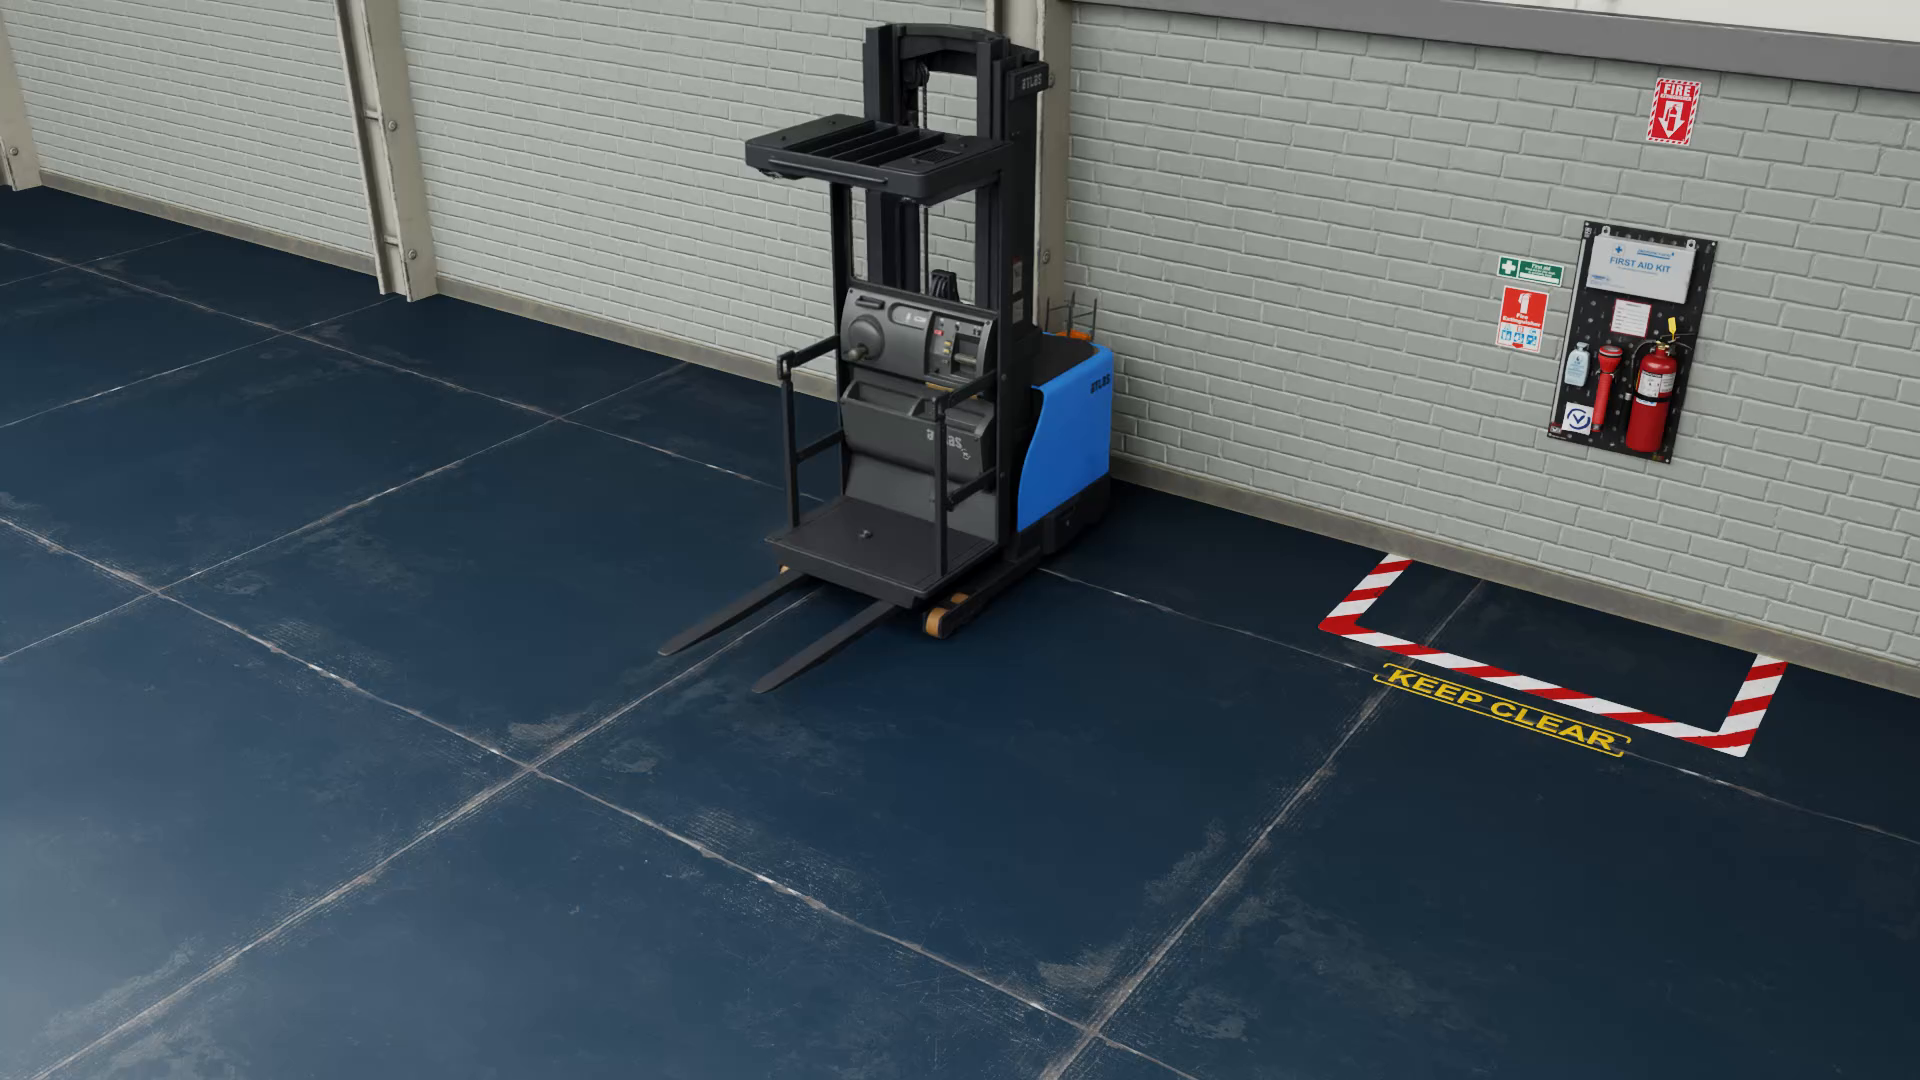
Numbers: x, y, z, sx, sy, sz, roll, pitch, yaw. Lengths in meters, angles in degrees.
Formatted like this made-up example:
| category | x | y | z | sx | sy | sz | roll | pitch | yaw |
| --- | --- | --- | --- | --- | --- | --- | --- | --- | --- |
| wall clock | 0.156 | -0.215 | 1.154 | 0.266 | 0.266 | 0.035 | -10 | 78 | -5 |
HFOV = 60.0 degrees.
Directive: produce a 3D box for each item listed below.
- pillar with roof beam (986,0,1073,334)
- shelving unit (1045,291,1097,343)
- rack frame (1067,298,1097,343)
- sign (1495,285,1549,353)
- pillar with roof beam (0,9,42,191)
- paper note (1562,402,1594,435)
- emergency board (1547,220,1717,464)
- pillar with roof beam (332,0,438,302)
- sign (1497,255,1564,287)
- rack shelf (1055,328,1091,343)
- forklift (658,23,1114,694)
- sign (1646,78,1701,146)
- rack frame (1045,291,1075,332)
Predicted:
| category | x | y | z | sx | sy | sz | roll | pitch | yaw |
| --- | --- | --- | --- | --- | --- | --- | --- | --- | --- |
| pillar with roof beam | -2.044 | -2.909 | 5.544 | 0.400 | 9.000 | 9.100 | 17 | 32 | 30 |
| shelving unit | 0.641 | -0.901 | 10.181 | 0.258 | 1.200 | 0.189 | -19 | 33 | -39 |
| rack frame | 0.704 | -0.870 | 10.121 | 0.240 | 1.200 | 0.006 | -19 | 33 | -39 |
| sign | 2.927 | -1.149 | 8.662 | 0.234 | 0.329 | 0.001 | 17 | 32 | 30 |
| pillar with roof beam | -11.935 | -5.990 | 11.599 | 0.400 | 9.000 | 9.100 | 17 | 32 | 30 |
| paper note | 3.217 | -0.631 | 8.655 | 0.142 | 0.148 | 0.016 | 17 | 32 | 30 |
| emergency board | 3.324 | -0.953 | 8.315 | 0.643 | 1.169 | 0.194 | 17 | 32 | 30 |
| pillar with roof beam | -6.989 | -4.450 | 8.572 | 0.400 | 9.000 | 9.100 | 17 | 32 | 30 |
| sign | 2.925 | -1.381 | 8.533 | 0.331 | 0.109 | 0.001 | 17 | 32 | 30 |
| rack shelf | 0.657 | -1.187 | 10.048 | 0.258 | 0.103 | 0.180 | -19 | 33 | -39 |
| forklift | -0.352 | -1.034 | 8.550 | 1.130 | 2.935 | 3.031 | 17 | 32 | 31 |
| sign | 3.374 | -2.025 | 7.867 | 0.199 | 0.298 | 0.001 | 17 | 32 | 30 |
| rack frame | 0.579 | -0.932 | 10.240 | 0.240 | 1.200 | 0.006 | -19 | 33 | -39 |
